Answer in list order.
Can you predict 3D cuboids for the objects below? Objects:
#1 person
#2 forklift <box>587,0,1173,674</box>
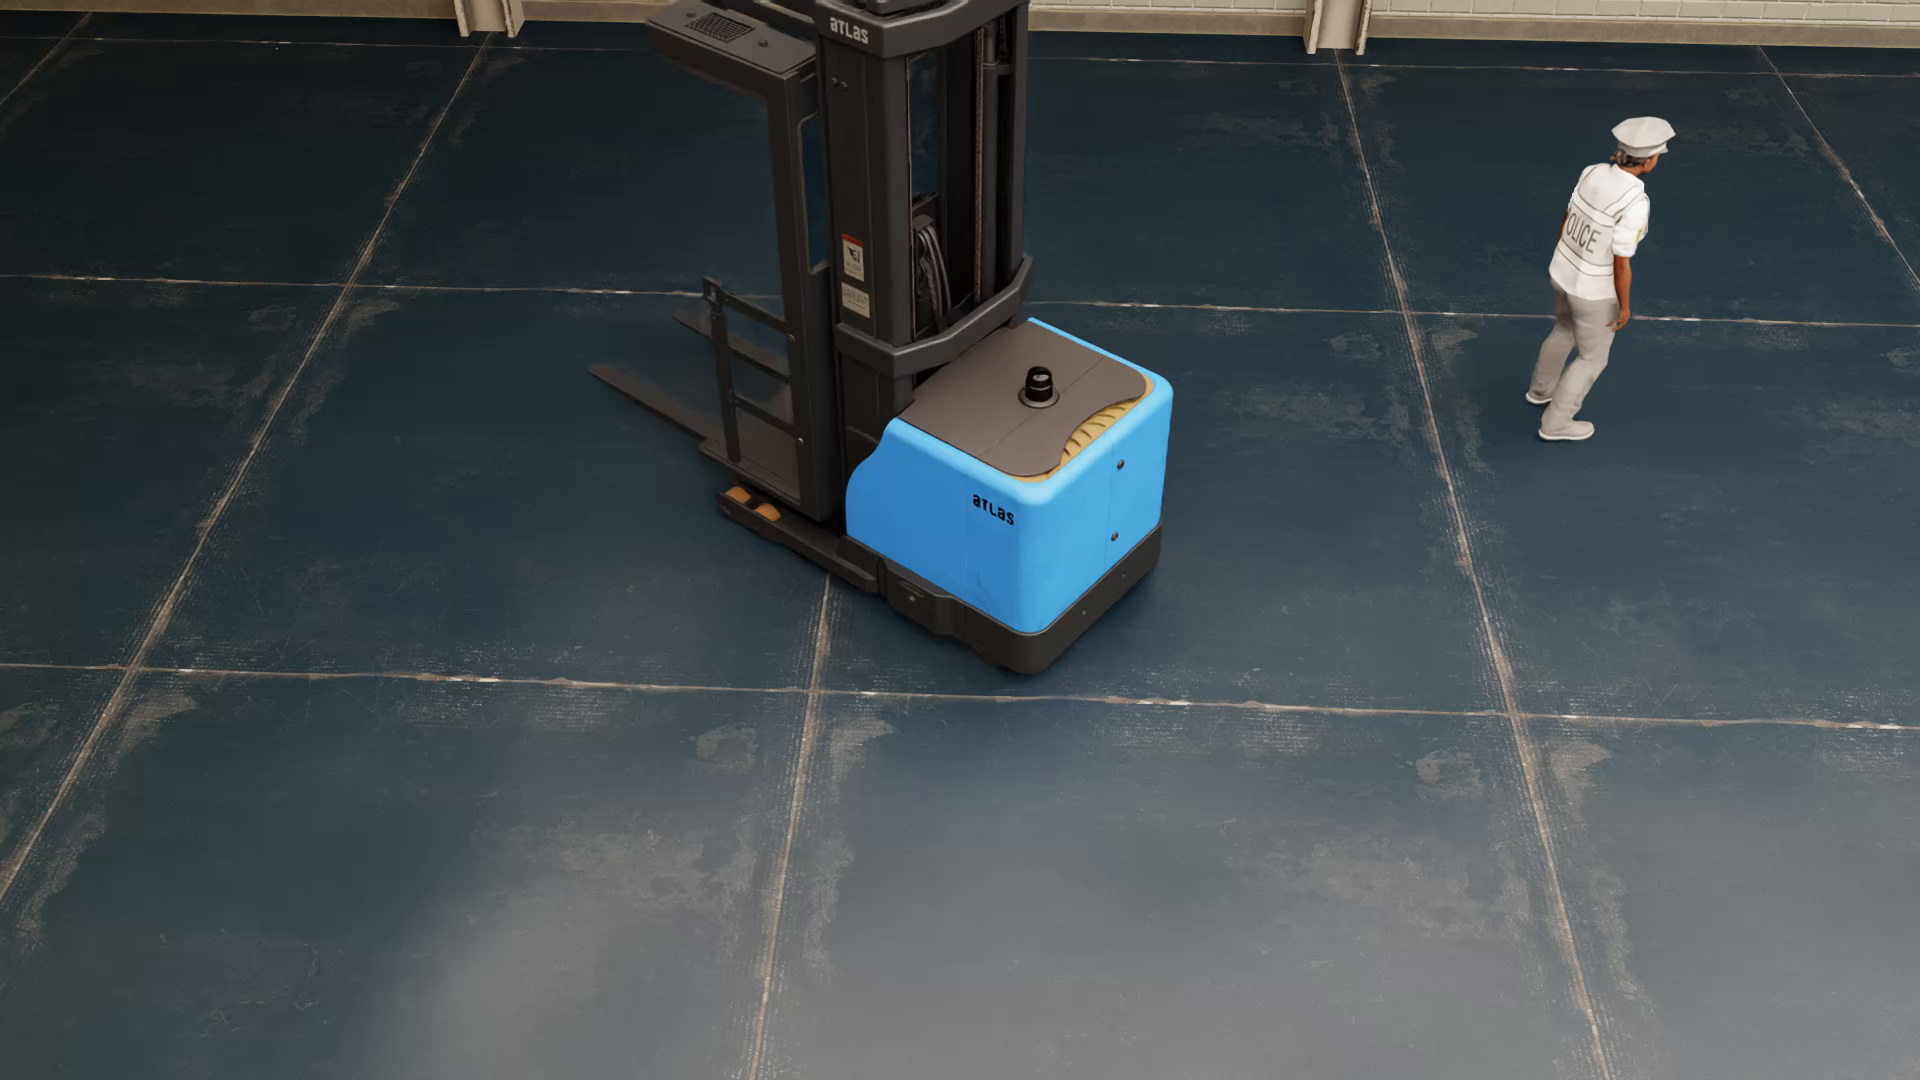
[{"bbox_3d":[3.078,-1.242,8.060,0.419,1.674,0.510,-11,43,-12],"label":"person"},{"bbox_3d":[-0.539,-1.339,7.208,3.031,2.935,1.130,29,50,28],"label":"forklift"}]
